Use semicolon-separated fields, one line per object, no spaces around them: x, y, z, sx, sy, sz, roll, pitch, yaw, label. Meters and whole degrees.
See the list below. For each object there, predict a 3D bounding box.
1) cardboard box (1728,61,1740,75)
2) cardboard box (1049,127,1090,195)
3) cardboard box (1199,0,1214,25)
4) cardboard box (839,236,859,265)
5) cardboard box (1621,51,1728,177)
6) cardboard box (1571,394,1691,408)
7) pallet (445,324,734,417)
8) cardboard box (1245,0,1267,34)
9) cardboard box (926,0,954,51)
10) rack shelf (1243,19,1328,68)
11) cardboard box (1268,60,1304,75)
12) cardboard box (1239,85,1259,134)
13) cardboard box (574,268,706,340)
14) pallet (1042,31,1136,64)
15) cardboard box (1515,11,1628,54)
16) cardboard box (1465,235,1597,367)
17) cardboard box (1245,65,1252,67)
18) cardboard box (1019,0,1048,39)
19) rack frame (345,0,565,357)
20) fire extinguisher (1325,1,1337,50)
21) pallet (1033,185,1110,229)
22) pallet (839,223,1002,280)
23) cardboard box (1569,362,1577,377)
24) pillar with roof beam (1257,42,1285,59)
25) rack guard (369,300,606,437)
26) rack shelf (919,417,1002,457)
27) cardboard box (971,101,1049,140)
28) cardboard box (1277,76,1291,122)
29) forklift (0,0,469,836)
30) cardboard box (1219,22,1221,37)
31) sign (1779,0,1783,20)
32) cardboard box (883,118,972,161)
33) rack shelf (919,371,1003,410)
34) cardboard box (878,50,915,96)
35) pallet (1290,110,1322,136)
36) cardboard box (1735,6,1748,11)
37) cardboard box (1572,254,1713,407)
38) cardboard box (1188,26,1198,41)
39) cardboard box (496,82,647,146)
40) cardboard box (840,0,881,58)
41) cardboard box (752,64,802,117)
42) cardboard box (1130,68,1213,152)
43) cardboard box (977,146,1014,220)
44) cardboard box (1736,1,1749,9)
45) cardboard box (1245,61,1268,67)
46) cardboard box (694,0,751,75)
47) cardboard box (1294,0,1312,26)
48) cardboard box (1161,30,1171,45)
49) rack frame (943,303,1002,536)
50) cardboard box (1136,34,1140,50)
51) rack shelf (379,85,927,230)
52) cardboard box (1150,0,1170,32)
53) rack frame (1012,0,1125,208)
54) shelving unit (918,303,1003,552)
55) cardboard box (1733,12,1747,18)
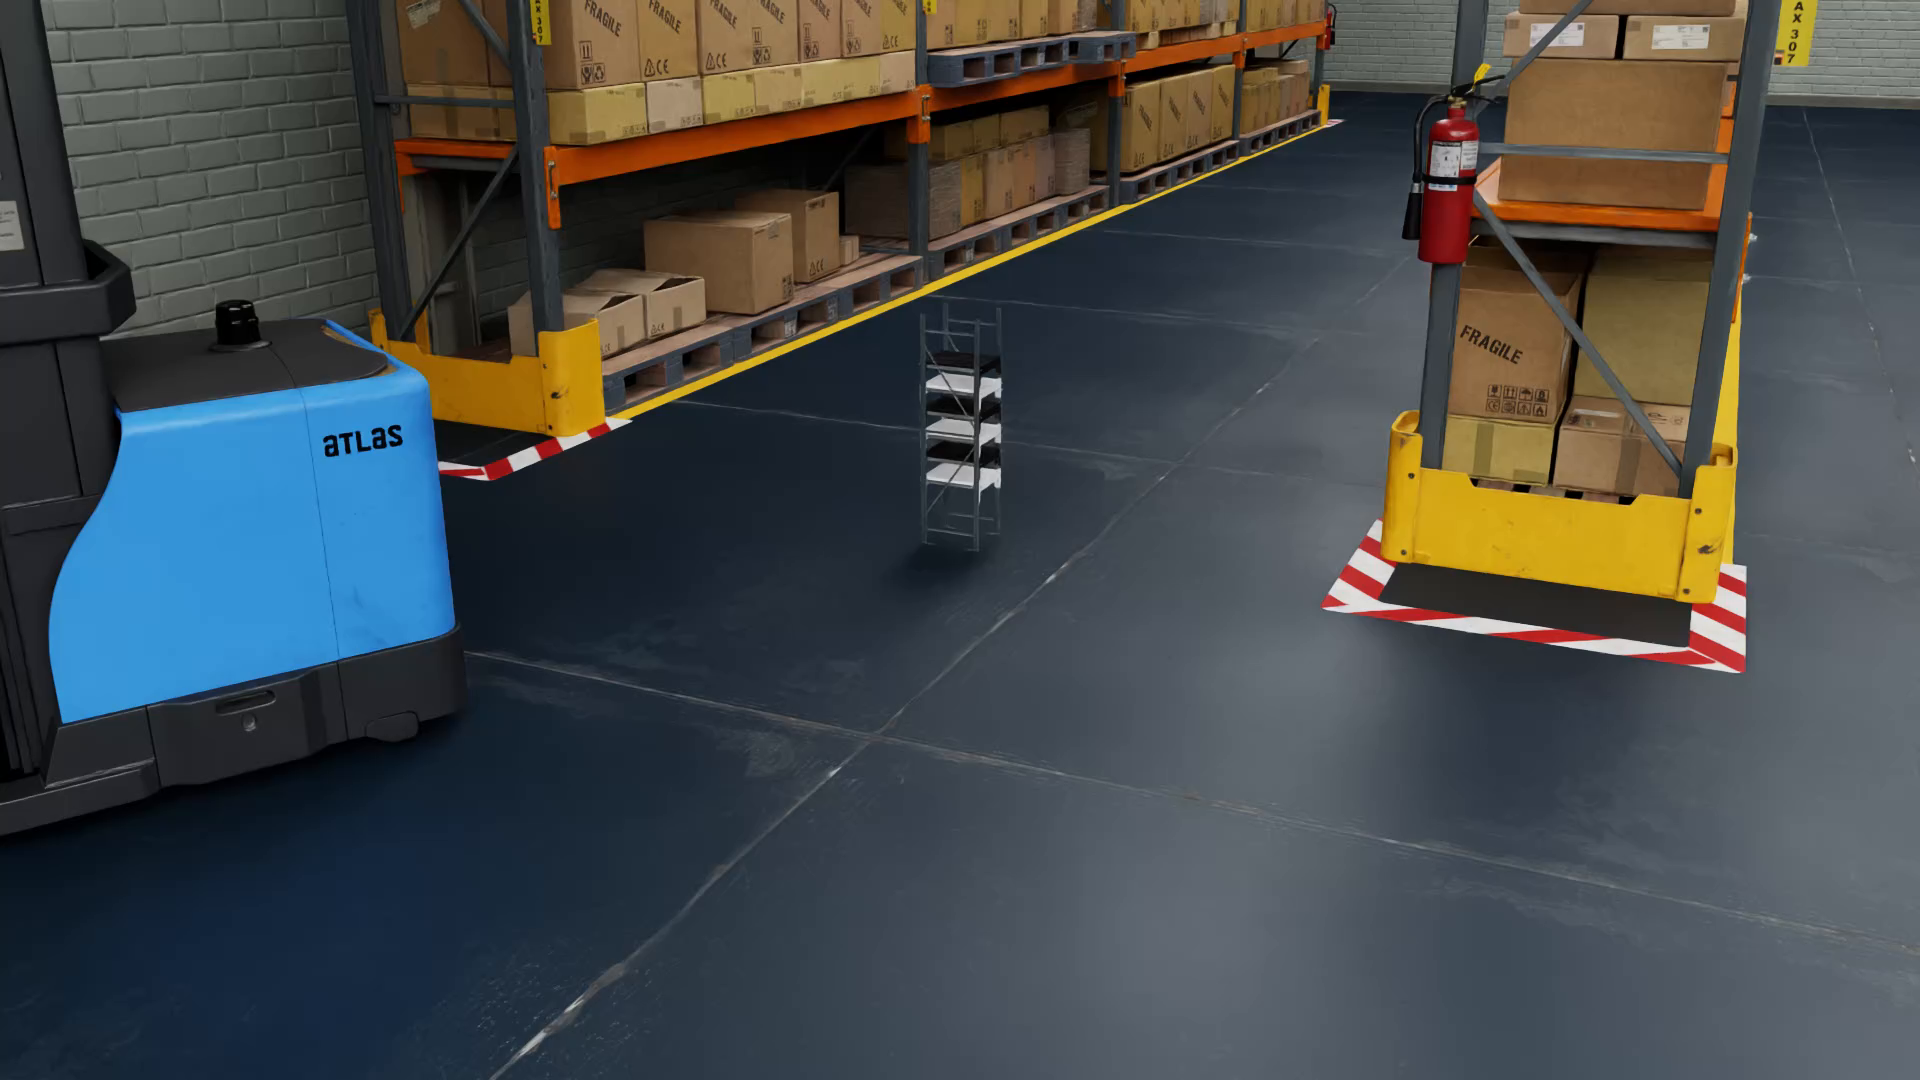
5.345;-3.336;11.748;0.380;0.149;0.250;9;21;23;cardboard box
0.693;-3.248;14.200;0.700;0.500;0.500;9;21;23;cardboard box
2.206;-5.380;16.497;0.500;0.500;0.500;9;21;23;cardboard box
-0.889;-1.928;10.985;0.380;0.166;0.250;6;20;16;cardboard box
2.599;-1.671;6.542;0.700;0.500;0.500;9;22;24;cardboard box
2.809;-0.511;6.906;0.500;0.250;0.500;9;21;23;cardboard box
-1.939;-0.953;8.834;1.003;0.211;1.213;9;21;23;pallet
2.815;-5.974;18.342;0.980;0.700;0.700;9;21;24;cardboard box
-0.458;-3.628;11.389;0.700;0.500;0.500;9;21;23;cardboard box
3.397;-5.941;19.772;1.077;0.370;4.000;9;21;23;rack shelf
4.031;-5.847;20.569;0.380;0.149;0.250;9;22;24;cardboard box
2.978;-4.903;18.884;0.700;0.500;0.500;9;21;23;cardboard box
-1.737;-1.314;9.044;0.500;0.311;0.500;11;22;27;cardboard box
0.746;-4.123;13.872;1.213;0.211;1.003;9;21;23;pallet
2.274;-1.898;6.211;0.380;0.149;0.250;9;22;24;cardboard box
2.530;-1.090;7.415;0.500;0.500;0.500;9;21;23;cardboard box
3.268;-5.590;19.846;0.380;0.149;0.250;8;21;22;cardboard box
0.267;-4.171;12.916;0.700;0.500;0.500;9;21;23;cardboard box
-2.335;-2.000;7.617;1.000;3.000;0.127;9;21;23;rack frame
4.699;-6.662;21.397;0.296;0.674;0.183;9;21;23;fire extinguisher
0.619;-2.893;14.290;1.003;0.211;1.213;9;21;23;pallet
-0.380;-2.148;12.192;1.003;0.211;1.213;9;21;23;pallet
2.532;-0.736;7.539;0.500;0.250;0.500;9;21;23;cardboard box
8.460;-10.071;21.359;9.100;9.000;0.400;9;21;23;pillar with roof beam
-2.304;-0.846;8.101;1.175;0.500;0.348;9;21;23;rack guard
0.003;-0.395;6.336;0.258;0.077;0.200;9;21;23;rack shelf
0.403;-3.436;13.608;0.500;0.250;0.500;9;21;24;cardboard box
3.611;-5.377;20.216;0.700;0.500;0.500;8;21;21;cardboard box
-2.946;-0.670;3.978;3.031;2.935;1.130;-14;24;-33;forklift
2.469;-5.264;17.140;0.380;0.149;0.250;9;22;24;cardboard box
4.330;-2.914;8.776;0.100;0.325;0.005;9;21;23;sign
-0.234;-2.968;12.294;0.500;0.250;0.500;8;21;22;cardboard box
0.003;-0.565;6.276;0.258;0.077;0.200;9;21;23;rack shelf
-0.615;-2.976;10.553;0.500;0.250;0.500;9;21;23;cardboard box
3.960;-5.322;21.120;1.003;0.211;1.213;9;21;23;pallet
2.964;-2.081;6.726;0.380;0.149;0.250;8;21;21;cardboard box
2.811;-0.864;6.779;0.500;0.500;0.500;9;21;23;cardboard box
2.138;-5.035;16.496;0.380;0.149;0.250;8;21;21;cardboard box
-1.846;-2.045;7.936;0.500;0.250;0.500;8;21;21;cardboard box
-0.808;-3.175;9.995;0.500;0.500;0.500;8;21;22;cardboard box
-1.223;-2.515;9.257;0.500;0.250;0.500;9;21;23;cardboard box
2.070;-4.365;16.848;0.750;0.750;0.750;9;22;24;cardboard box
0.000;-2.795;12.926;0.700;0.500;0.500;9;21;23;cardboard box
3.280;-2.315;7.385;0.380;0.149;0.250;9;22;24;cardboard box
3.580;-5.824;20.504;0.380;0.149;0.250;9;21;23;cardboard box
-1.437;-2.704;8.670;0.500;0.500;0.500;8;21;21;cardboard box
3.729;-6.652;20.248;0.980;0.700;0.700;8;21;22;cardboard box
1.788;-4.803;15.843;0.380;0.149;0.250;9;21;24;cardboard box
0.045;-0.458;6.412;0.240;0.900;0.006;9;21;23;rack frame
1.398;-4.482;14.939;0.380;0.149;0.250;9;21;23;cardboard box
-1.516;-2.273;9.457;1.077;0.370;4.000;9;21;23;rack shelf
1.596;-4.915;15.189;0.500;0.500;0.500;9;22;24;cardboard box
0.940;-4.446;14.494;1.000;3.000;0.127;9;21;23;rack frame
0.003;-0.426;6.325;0.258;0.900;0.210;9;21;23;shelving unit
2.648;-1.846;6.066;0.380;0.149;0.250;8;21;21;cardboard box
